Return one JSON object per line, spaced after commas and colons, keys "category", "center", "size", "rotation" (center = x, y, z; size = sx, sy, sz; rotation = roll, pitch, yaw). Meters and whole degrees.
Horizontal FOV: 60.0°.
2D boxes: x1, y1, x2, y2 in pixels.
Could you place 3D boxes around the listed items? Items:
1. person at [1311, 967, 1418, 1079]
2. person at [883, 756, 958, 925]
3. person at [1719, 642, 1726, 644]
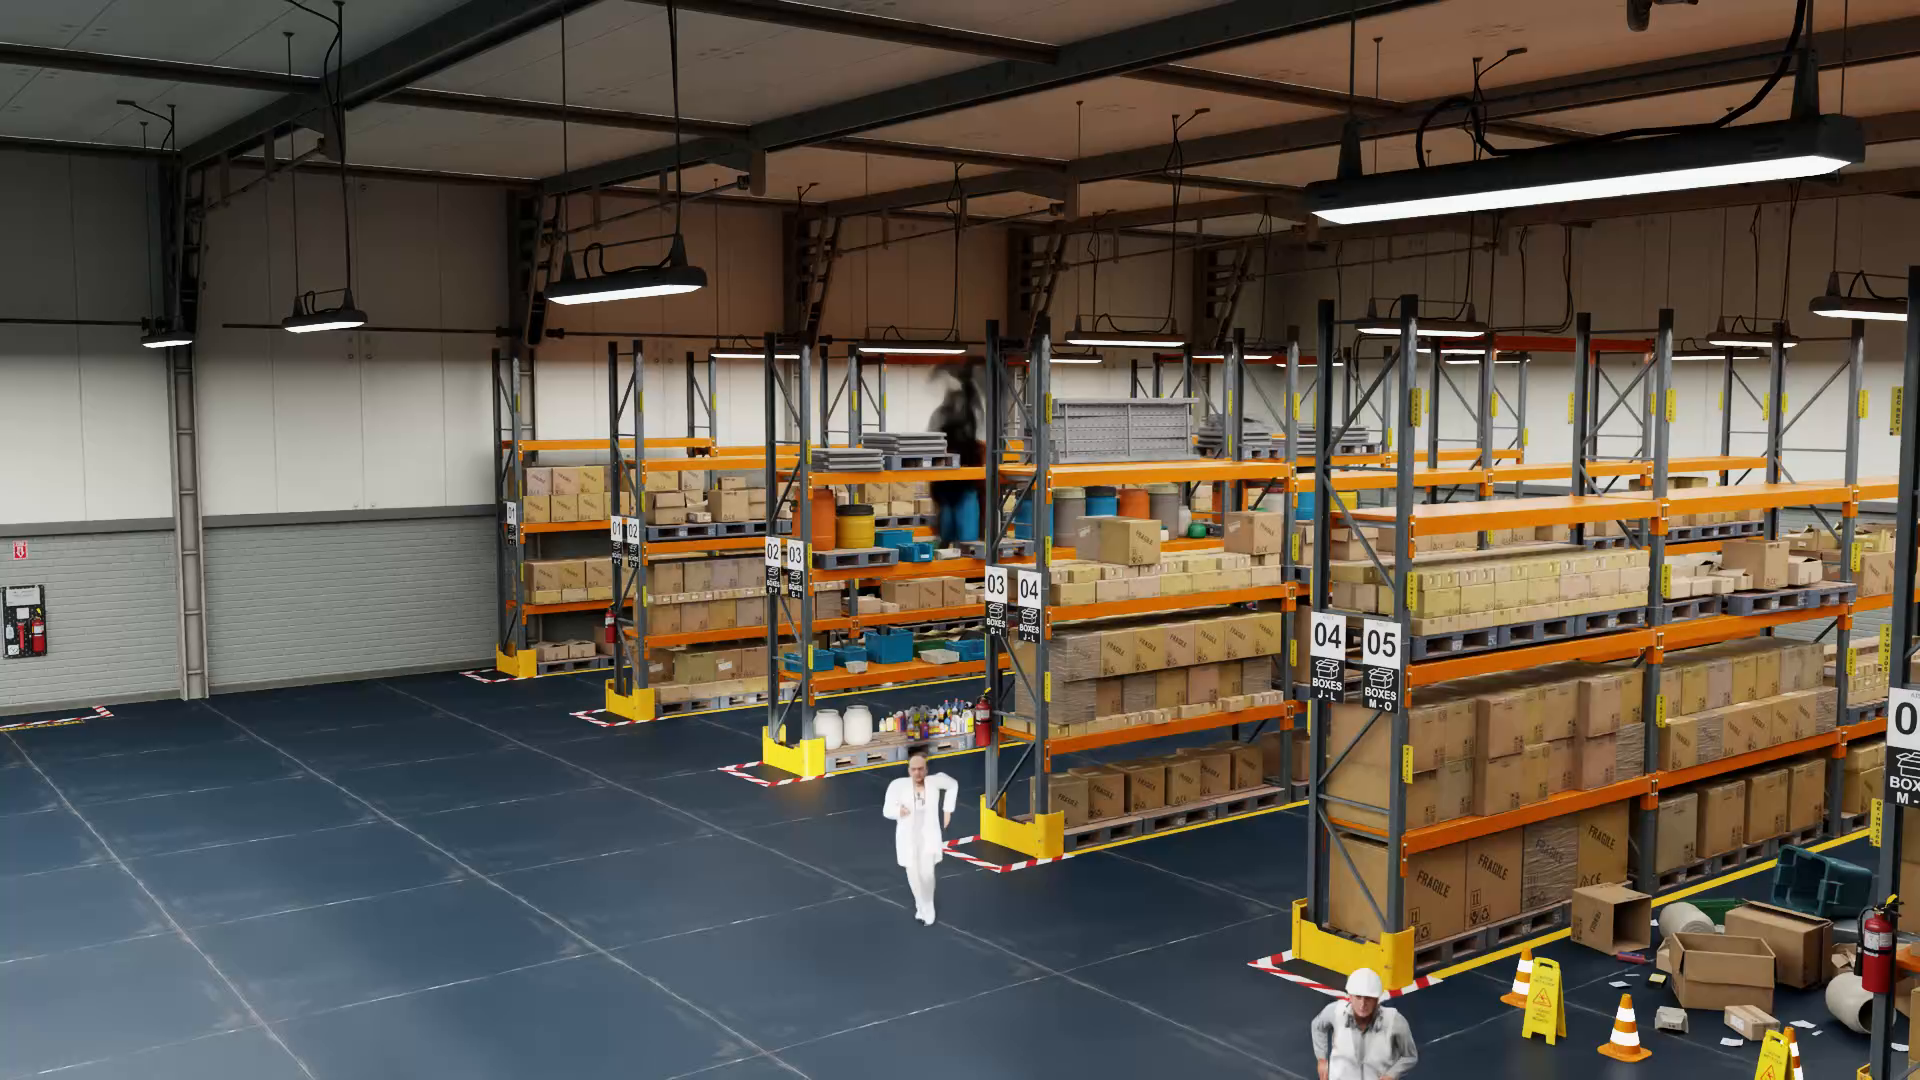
{"category": "person", "center": [2.465, 3.428, 10.337], "size": [0.573, 1.706, 0.739], "rotation": [1, 5, 14]}
{"category": "person", "center": [-0.379, 2.885, 16.004], "size": [0.681, 1.703, 0.934], "rotation": [0, 5, 5]}
{"category": "person", "center": [10.912, 2.264, 23.683], "size": [0.563, 1.647, 0.588], "rotation": [5, 7, 44]}
